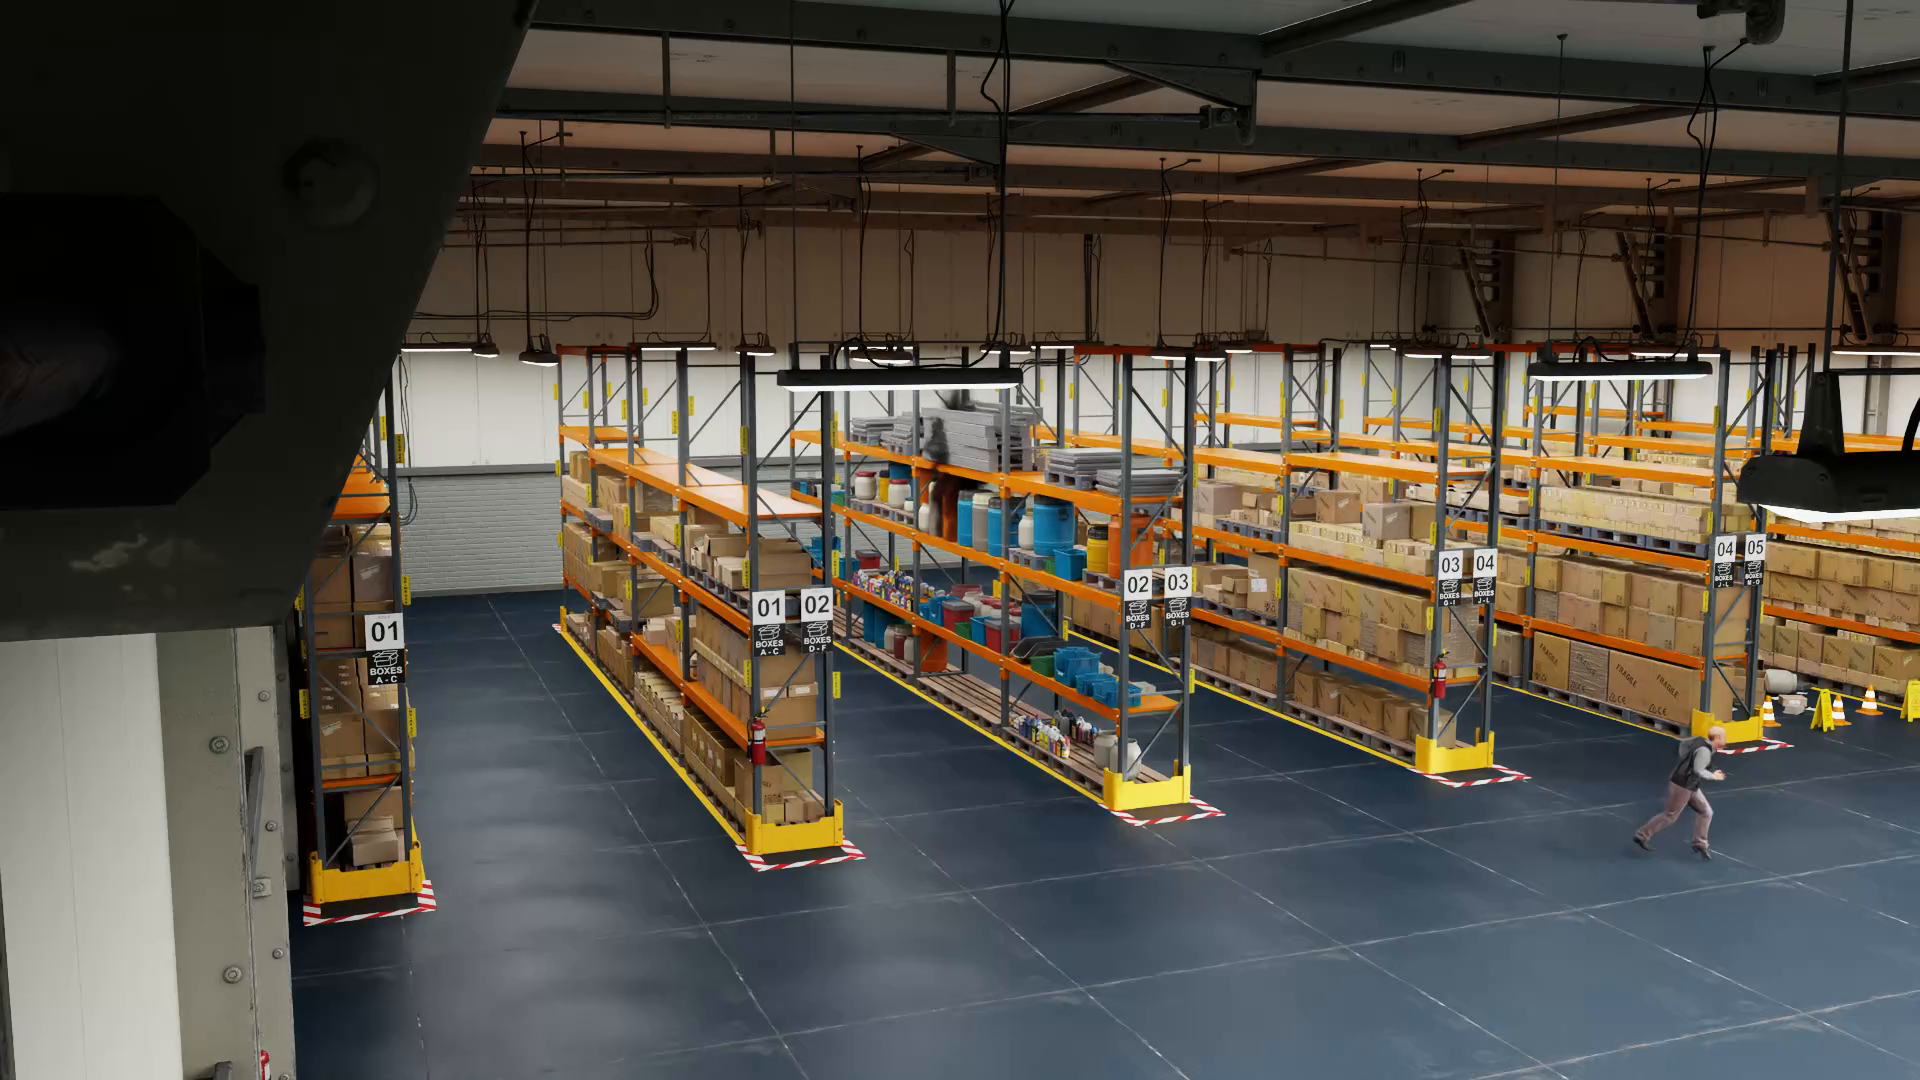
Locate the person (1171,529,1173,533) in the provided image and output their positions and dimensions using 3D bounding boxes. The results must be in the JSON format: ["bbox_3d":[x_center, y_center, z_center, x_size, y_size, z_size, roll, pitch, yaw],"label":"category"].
[{"bbox_3d":[5.608,0.093,42.025,0.658,1.703,0.634,7,10,44],"label":"person"}]

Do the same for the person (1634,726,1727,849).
[{"bbox_3d":[8.643,2.939,19.945,0.970,1.507,0.698,3,8,19],"label":"person"}]
